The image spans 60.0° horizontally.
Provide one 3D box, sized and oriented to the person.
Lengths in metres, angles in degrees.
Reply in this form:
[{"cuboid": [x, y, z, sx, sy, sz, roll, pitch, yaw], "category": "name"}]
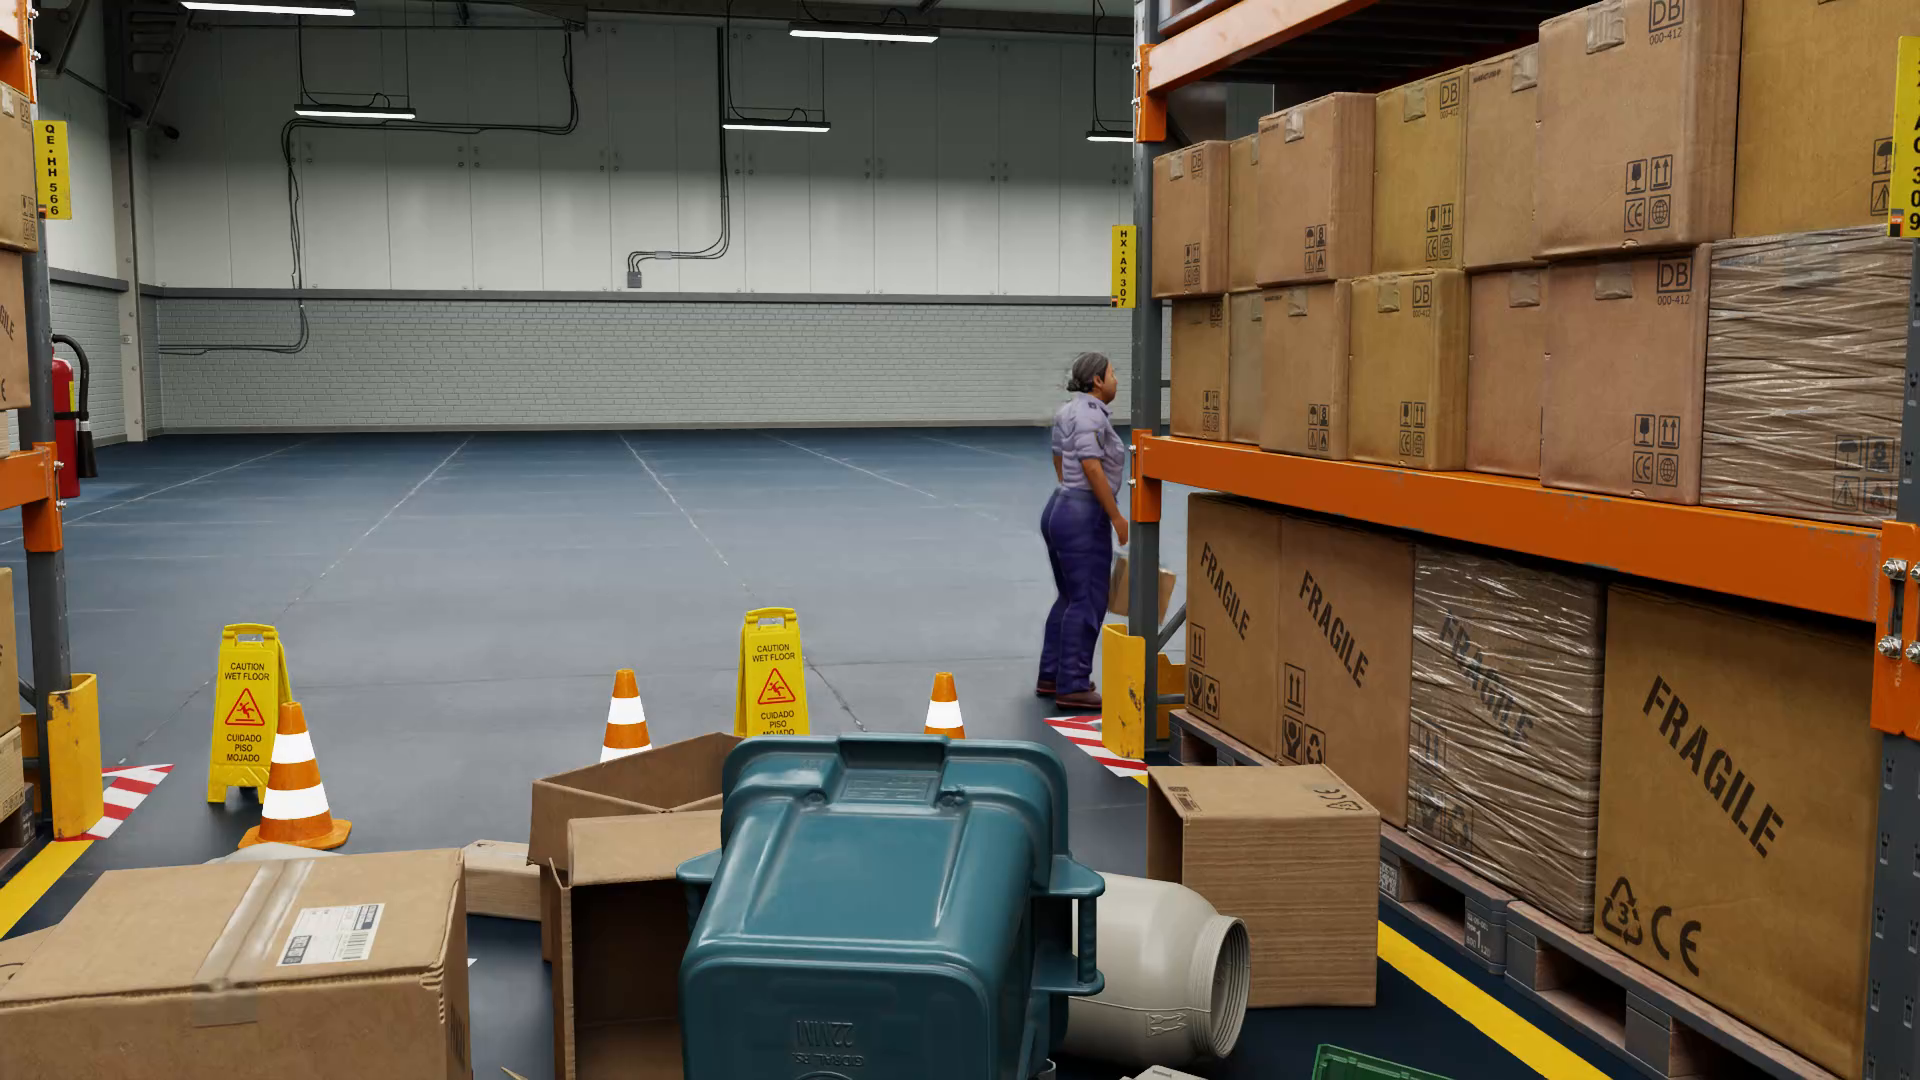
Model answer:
[{"cuboid": [0.579, -0.063, 7.839, 0.386, 1.639, 0.584, -1, 6, -9], "category": "person"}]
